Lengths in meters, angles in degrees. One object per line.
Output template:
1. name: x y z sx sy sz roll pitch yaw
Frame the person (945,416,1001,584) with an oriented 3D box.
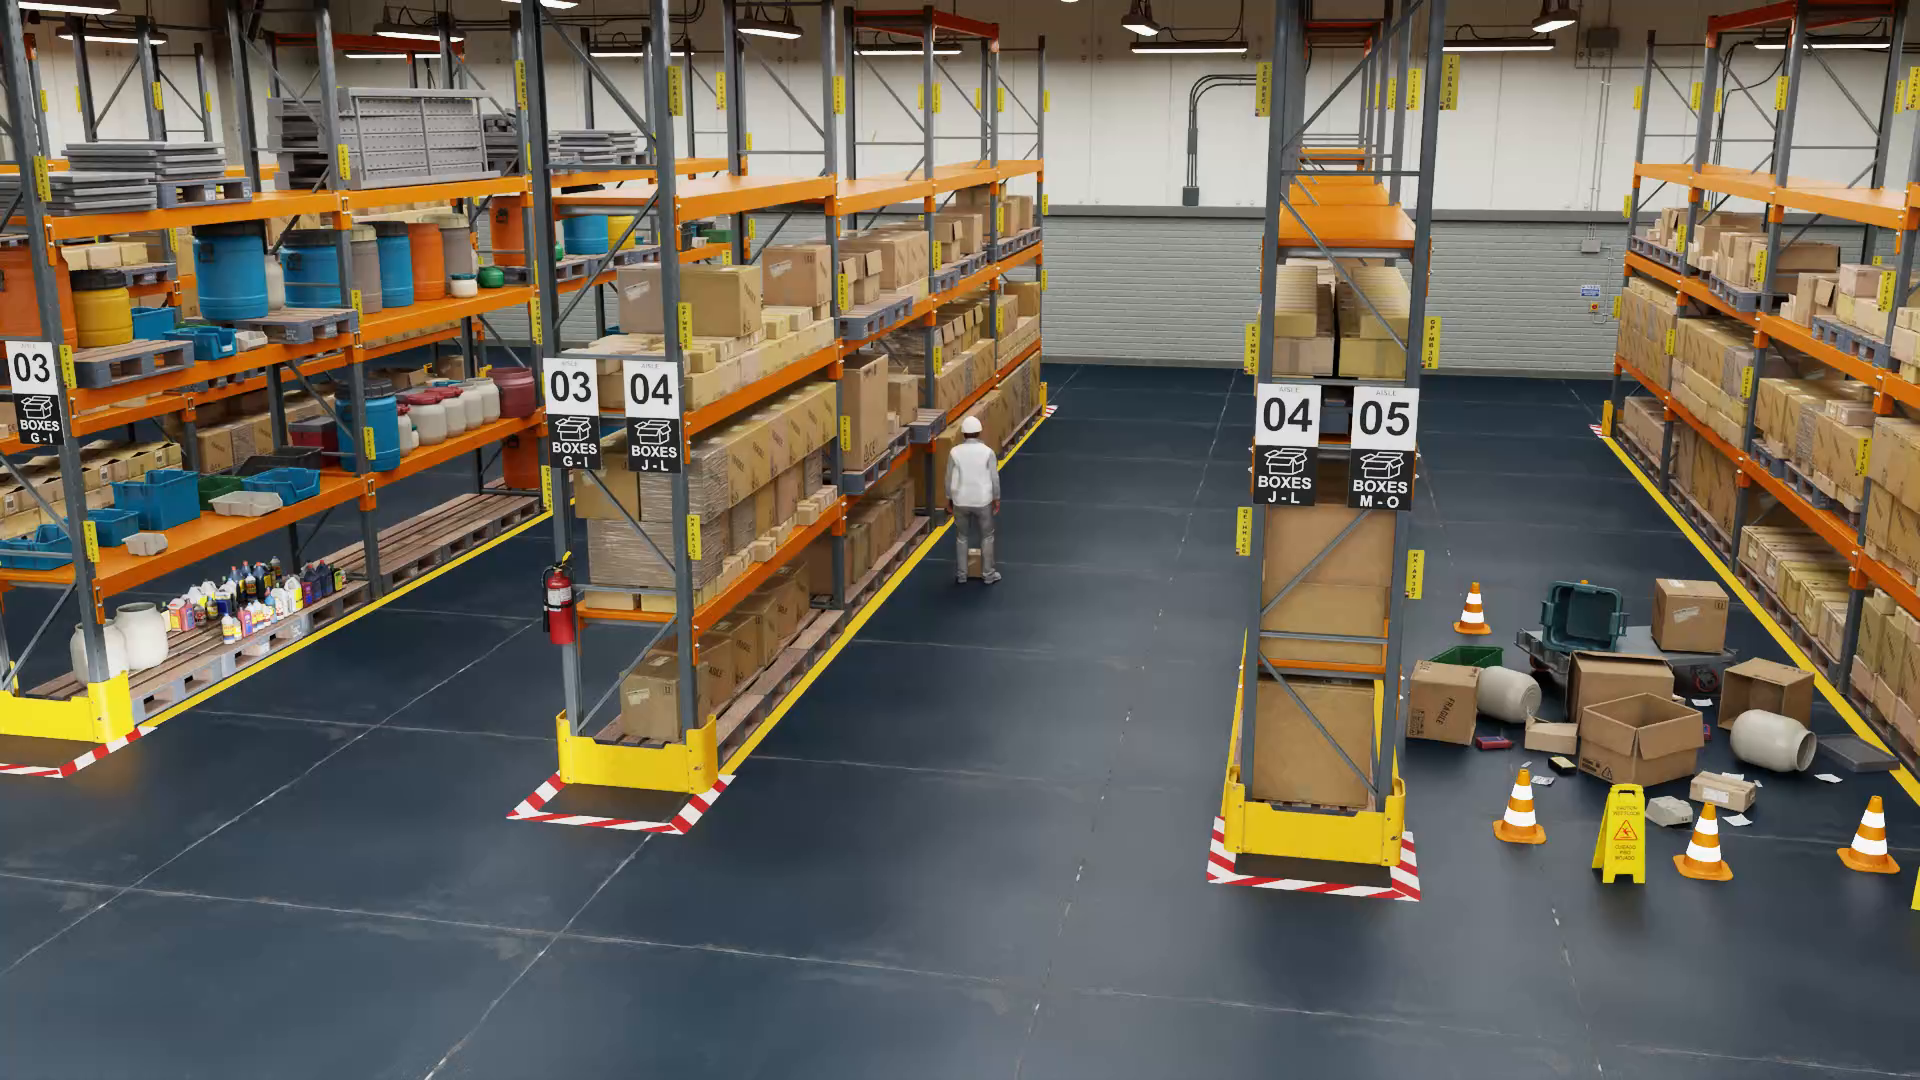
1. person: 0.136 -0.421 17.582 0.590 1.770 0.465 2 15 8
